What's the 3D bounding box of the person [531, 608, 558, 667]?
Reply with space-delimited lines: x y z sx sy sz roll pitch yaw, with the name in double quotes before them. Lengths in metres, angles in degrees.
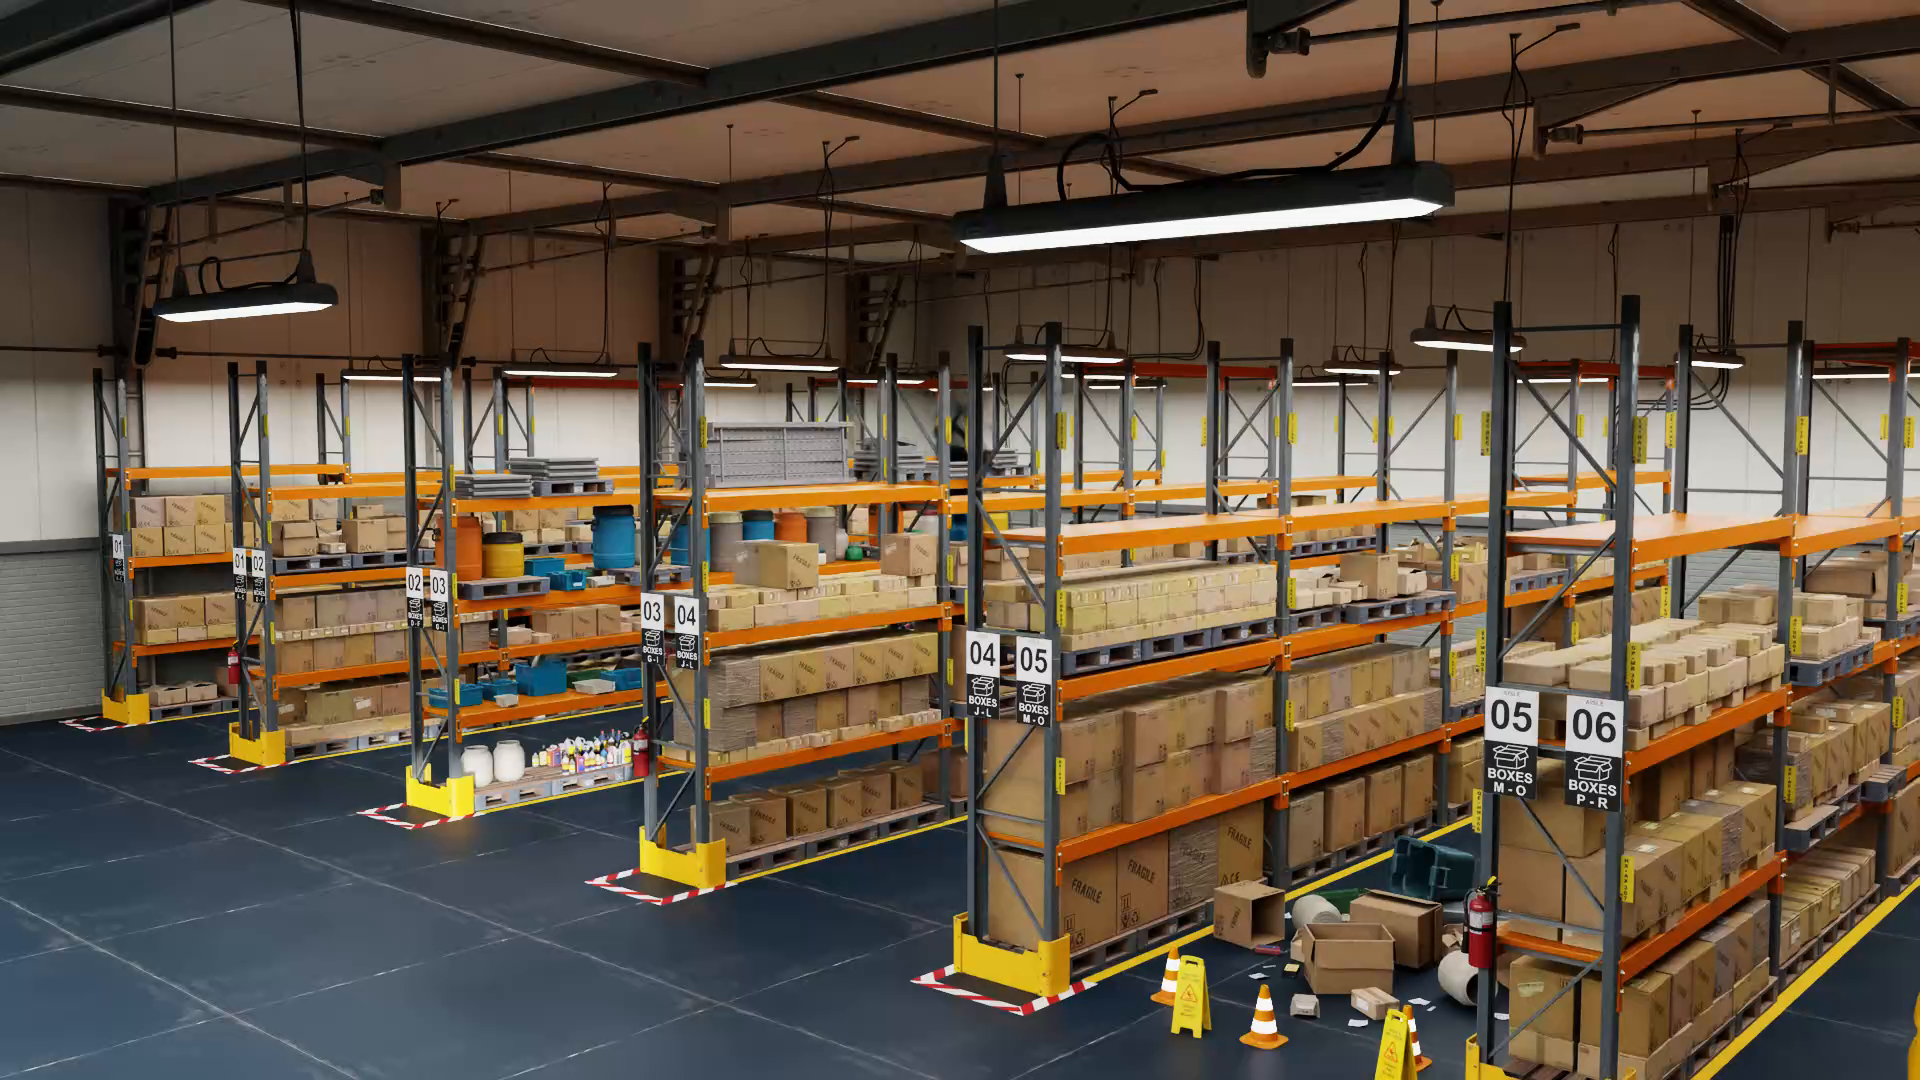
"person" -7.590 2.090 30.674 0.480 1.700 0.818 3 5 32
